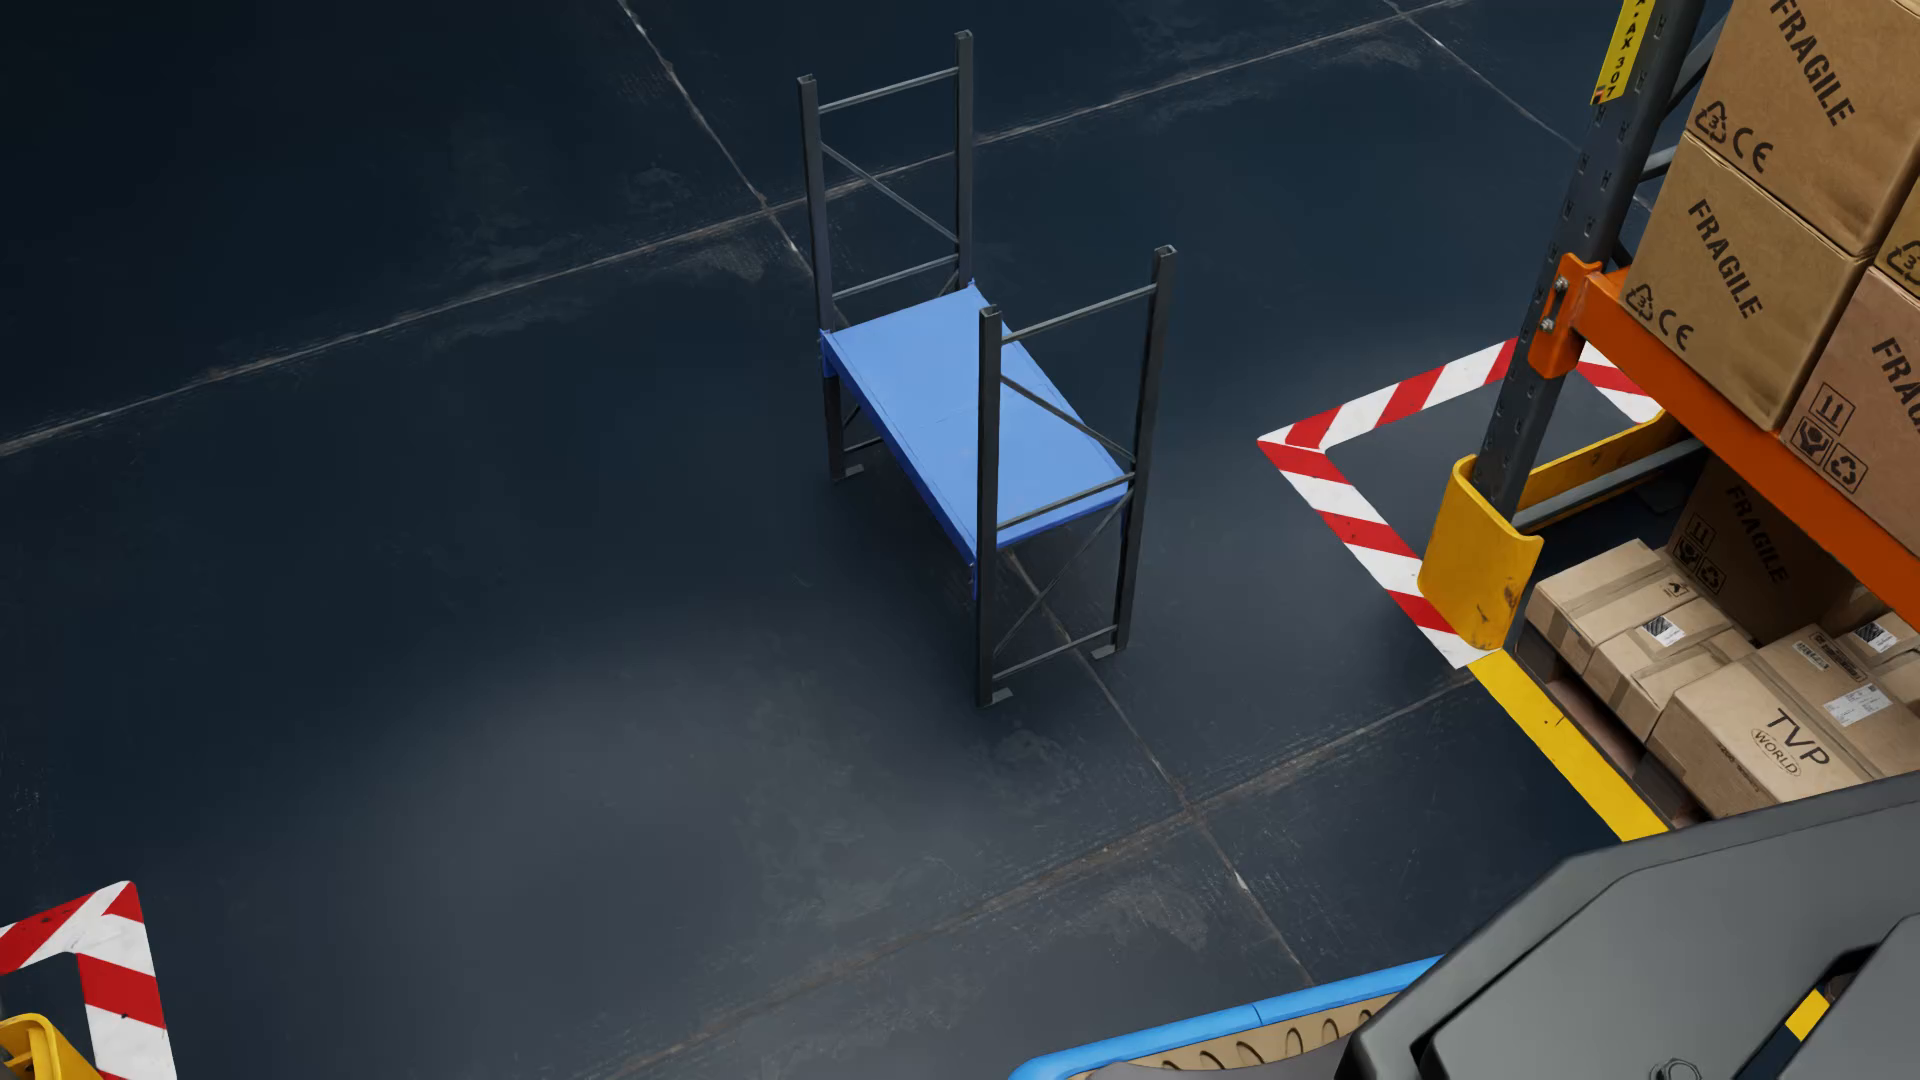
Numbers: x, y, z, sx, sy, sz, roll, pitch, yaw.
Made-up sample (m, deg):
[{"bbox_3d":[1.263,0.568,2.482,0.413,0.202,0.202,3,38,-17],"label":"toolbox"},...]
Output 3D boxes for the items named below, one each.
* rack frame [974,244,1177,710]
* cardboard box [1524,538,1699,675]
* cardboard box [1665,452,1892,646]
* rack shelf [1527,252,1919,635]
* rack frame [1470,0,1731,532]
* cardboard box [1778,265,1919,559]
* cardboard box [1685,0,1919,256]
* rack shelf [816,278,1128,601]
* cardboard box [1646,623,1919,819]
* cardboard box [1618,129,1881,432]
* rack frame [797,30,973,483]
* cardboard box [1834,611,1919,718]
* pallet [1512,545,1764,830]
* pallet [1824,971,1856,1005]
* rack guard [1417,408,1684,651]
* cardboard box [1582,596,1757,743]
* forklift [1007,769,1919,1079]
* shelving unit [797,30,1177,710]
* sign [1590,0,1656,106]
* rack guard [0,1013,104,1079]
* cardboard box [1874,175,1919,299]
[{"bbox_3d":[0.272,-0.096,4.338,0.500,1.500,0.032,-21,52,-18],"label":"rack frame"},{"bbox_3d":[1.836,0.185,4.697,0.380,0.149,0.250,-21,52,-18],"label":"cardboard box"},{"bbox_3d":[2.418,-0.050,4.669,0.500,0.500,0.500,-21,52,-18],"label":"cardboard box"},{"bbox_3d":[2.866,0.568,3.238,1.077,0.370,4.000,-21,52,-18],"label":"rack shelf"},{"bbox_3d":[1.950,-1.007,4.138,1.000,3.000,0.127,-21,52,-18],"label":"rack frame"},{"bbox_3d":[2.160,-0.309,3.461,0.500,0.500,0.500,-22,52,-18],"label":"cardboard box"},{"bbox_3d":[1.919,-0.981,3.385,0.500,0.500,0.500,-20,52,-16],"label":"cardboard box"},{"bbox_3d":[0.039,-0.318,4.771,0.538,0.185,1.000,-21,52,-18],"label":"rack shelf"},{"bbox_3d":[2.176,0.550,4.311,0.500,0.250,0.500,-21,52,-18],"label":"cardboard box"},{"bbox_3d":[1.919,-0.652,3.761,0.500,0.500,0.500,-20,52,-17],"label":"cardboard box"},{"bbox_3d":[-0.194,-0.777,4.933,0.500,1.500,0.032,-21,52,-18],"label":"rack frame"},{"bbox_3d":[2.523,0.362,4.531,0.380,0.166,0.250,-21,52,-18],"label":"cardboard box"},{"bbox_3d":[2.351,0.495,4.677,1.003,0.211,1.213,-21,52,-18],"label":"pallet"},{"bbox_3d":[2.905,1.311,3.964,1.003,0.211,1.213,-21,52,-18],"label":"pallet"},{"bbox_3d":[1.985,-0.133,5.034,1.175,0.500,0.348,-21,52,-18],"label":"rack guard"},{"bbox_3d":[1.951,0.347,4.544,0.380,0.166,0.250,-21,52,-18],"label":"cardboard box"},{"bbox_3d":[0.918,1.679,1.834,1.130,2.935,3.031,-11,50,-10],"label":"forklift"},{"bbox_3d":[0.039,-0.437,4.636,0.538,1.500,1.048,-21,52,-18],"label":"shelving unit"},{"bbox_3d":[1.468,-1.105,3.649,0.100,0.325,0.005,-21,52,-18],"label":"sign"},{"bbox_3d":[-2.464,1.509,3.598,1.175,0.500,0.348,-21,52,-18],"label":"rack guard"},{"bbox_3d":[2.165,-0.634,3.081,0.500,0.500,0.500,-21,52,-17],"label":"cardboard box"}]
